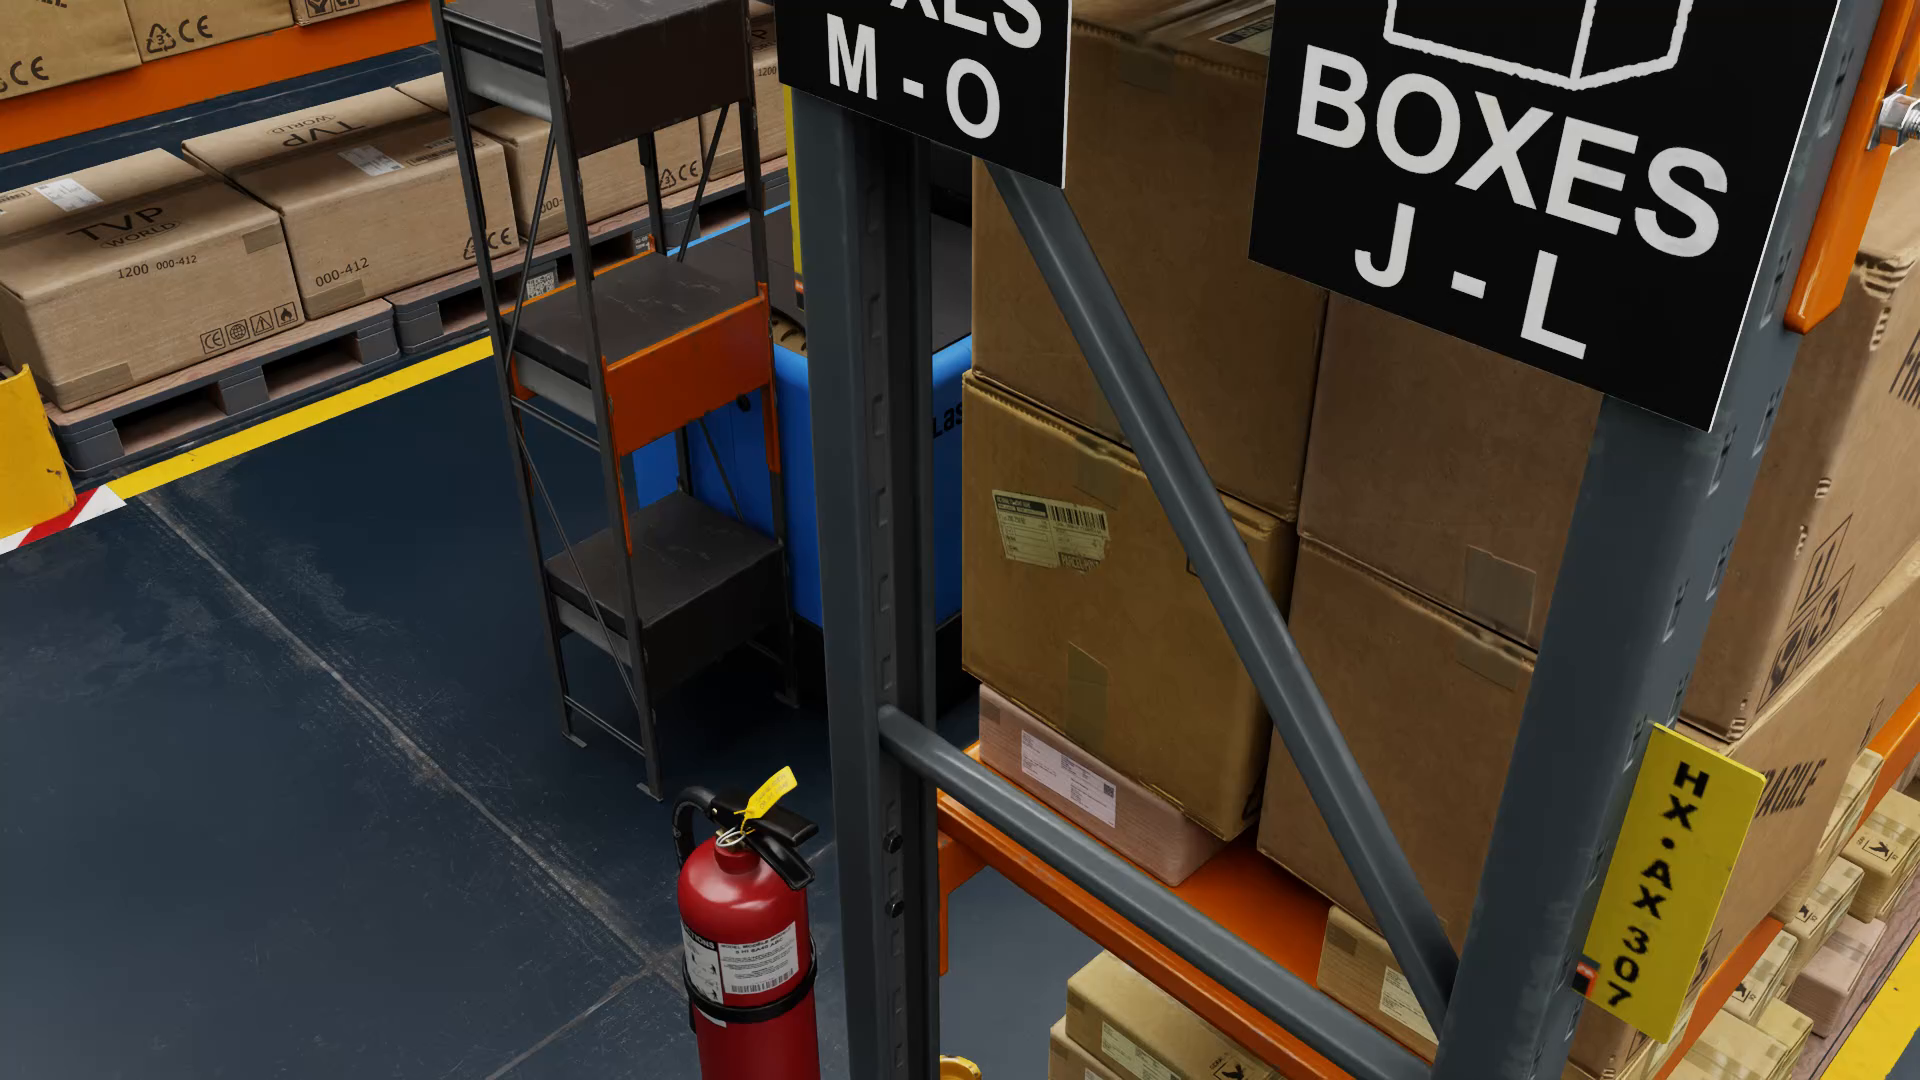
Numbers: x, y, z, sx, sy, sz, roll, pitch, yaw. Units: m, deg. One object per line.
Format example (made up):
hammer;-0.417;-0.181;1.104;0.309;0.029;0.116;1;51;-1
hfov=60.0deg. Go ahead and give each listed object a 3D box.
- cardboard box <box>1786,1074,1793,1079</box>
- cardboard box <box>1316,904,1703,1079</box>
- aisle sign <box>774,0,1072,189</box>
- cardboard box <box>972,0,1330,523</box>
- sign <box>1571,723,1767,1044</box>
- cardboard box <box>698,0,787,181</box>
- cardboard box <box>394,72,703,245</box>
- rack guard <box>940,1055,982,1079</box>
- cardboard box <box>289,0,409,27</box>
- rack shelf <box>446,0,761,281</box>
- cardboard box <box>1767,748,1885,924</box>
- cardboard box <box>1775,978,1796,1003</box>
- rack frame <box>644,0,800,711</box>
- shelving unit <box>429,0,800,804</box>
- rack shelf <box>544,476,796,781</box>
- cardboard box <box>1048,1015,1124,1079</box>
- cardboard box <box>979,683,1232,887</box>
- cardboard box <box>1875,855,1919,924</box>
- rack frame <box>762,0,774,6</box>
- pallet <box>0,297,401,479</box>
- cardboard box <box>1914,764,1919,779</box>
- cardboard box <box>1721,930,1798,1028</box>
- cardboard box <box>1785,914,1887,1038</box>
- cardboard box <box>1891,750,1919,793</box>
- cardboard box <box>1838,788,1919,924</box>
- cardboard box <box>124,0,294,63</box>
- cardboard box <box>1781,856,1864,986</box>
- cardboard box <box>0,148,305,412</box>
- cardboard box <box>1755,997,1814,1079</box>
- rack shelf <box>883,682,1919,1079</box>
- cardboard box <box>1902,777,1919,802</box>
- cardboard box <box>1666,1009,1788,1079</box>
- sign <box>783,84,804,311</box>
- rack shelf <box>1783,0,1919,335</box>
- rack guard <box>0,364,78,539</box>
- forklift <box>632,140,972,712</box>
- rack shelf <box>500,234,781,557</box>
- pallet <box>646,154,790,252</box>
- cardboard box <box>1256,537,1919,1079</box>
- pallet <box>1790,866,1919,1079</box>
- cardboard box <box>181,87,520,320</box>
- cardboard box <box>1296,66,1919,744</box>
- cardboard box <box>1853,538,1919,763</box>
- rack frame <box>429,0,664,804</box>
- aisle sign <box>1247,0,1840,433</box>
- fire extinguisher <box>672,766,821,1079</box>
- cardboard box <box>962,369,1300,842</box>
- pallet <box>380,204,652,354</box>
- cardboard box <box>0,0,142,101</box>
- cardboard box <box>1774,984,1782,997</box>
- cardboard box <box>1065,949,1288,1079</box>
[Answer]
cardboard box;1.368;1.050;3.248;0.250;0.149;0.380;-29;44;-35
cardboard box;0.678;0.542;2.070;0.380;0.149;0.250;29;44;35
aisle sign;-0.047;-0.719;1.386;0.394;0.787;0.004;30;45;35
cardboard box;0.363;-0.420;2.009;0.500;0.500;0.500;29;44;34
sign;0.603;0.302;1.438;0.100;0.325;0.005;30;45;35
cardboard box;-1.067;-2.049;7.438;0.875;0.438;0.875;29;44;35
cardboard box;-1.697;-1.685;6.917;0.875;0.438;0.875;28;44;34
rack guard;0.271;1.433;2.758;1.175;0.500;0.348;30;45;35
cardboard box;-2.117;-2.051;5.482;0.500;0.500;0.500;29;44;35
rack shelf;-0.757;-0.928;3.545;0.431;0.518;0.480;27;43;33
cardboard box;1.056;0.335;2.367;0.380;0.149;0.250;28;44;34
cardboard box;1.480;0.908;3.451;0.380;0.149;0.250;30;45;35
rack frame;-0.596;-0.470;4.088;0.400;2.100;0.015;27;43;33
shelving unit;-0.757;-0.365;3.938;0.431;2.100;0.503;27;43;33
rack shelf;-0.757;0.220;4.346;0.431;0.518;0.480;27;43;33
cardboard box;0.387;0.984;3.081;0.380;0.149;0.250;28;44;34
cardboard box;0.247;0.295;2.424;0.380;0.149;0.250;30;45;35
cardboard box;1.894;0.719;3.722;0.380;0.149;0.250;30;45;35
rack frame;-0.548;-3.139;7.129;1.000;3.000;0.127;30;45;35
pallet;-2.859;-0.728;6.109;1.003;0.211;1.213;30;45;35
cardboard box;2.103;0.376;3.693;0.380;0.149;0.250;28;44;34
cardboard box;1.321;0.771;3.127;0.380;0.149;0.250;27;43;33
cardboard box;1.718;0.842;3.546;0.380;0.149;0.250;27;43;33
cardboard box;1.850;0.433;3.612;0.380;0.149;0.250;30;45;35
cardboard box;1.741;0.574;3.410;0.250;0.149;0.380;-29;44;-35
cardboard box;-2.488;-1.852;5.196;0.500;0.500;0.500;29;44;35
cardboard box;1.523;0.662;3.283;0.250;0.149;0.380;-28;44;-34
cardboard box;-2.972;-0.945;5.855;0.875;0.438;0.875;28;44;34
cardboard box;1.369;0.921;3.173;0.250;0.149;0.380;-28;44;-34
rack shelf;1.627;-0.078;3.369;1.077;0.370;4.000;30;45;35
cardboard box;2.066;0.451;3.846;0.380;0.149;0.250;27;43;33
cardboard box;1.205;0.905;2.935;0.380;0.149;0.250;29;44;35
sign;-0.162;-0.398;1.910;0.100;0.325;0.005;30;45;35
rack shelf;1.627;-1.308;2.511;1.077;0.370;4.000;30;45;35
rack guard;-3.383;-0.480;5.502;1.175;0.500;0.348;30;45;35
forklift;0.412;-1.469;4.795;1.130;2.935;3.031;27;43;33
rack shelf;-0.757;-0.354;3.946;0.431;0.518;0.480;27;43;33
pallet;-1.139;-1.718;7.529;1.003;0.211;1.213;30;45;35
cardboard box;0.730;0.205;1.987;0.500;0.500;0.500;-28;43;-34
pallet;1.728;0.743;4.000;1.003;0.211;1.213;30;45;35
cardboard box;-2.333;-1.320;6.393;0.875;0.438;0.875;-29;44;-34
cardboard box;0.722;-0.210;1.707;0.500;0.500;0.500;29;44;35
cardboard box;1.089;-0.023;2.313;0.500;0.500;0.500;30;45;35
rack frame;-0.918;-0.260;3.787;0.400;2.100;0.015;27;43;33
aisle sign;0.379;-0.477;1.039;0.394;0.787;0.004;30;45;35
fire extinguisher;-0.287;0.540;2.248;0.296;0.674;0.183;30;45;35
cardboard box;0.352;-0.010;2.295;0.500;0.500;0.500;-29;44;-35
pallet;-1.999;-1.220;6.816;1.003;0.211;1.213;30;45;35
cardboard box;-2.824;-1.635;4.885;0.500;0.500;0.500;29;44;35
cardboard box;1.489;0.775;3.382;0.380;0.149;0.250;27;43;33
cardboard box;0.411;0.875;2.979;0.250;0.149;0.380;-29;44;-35
